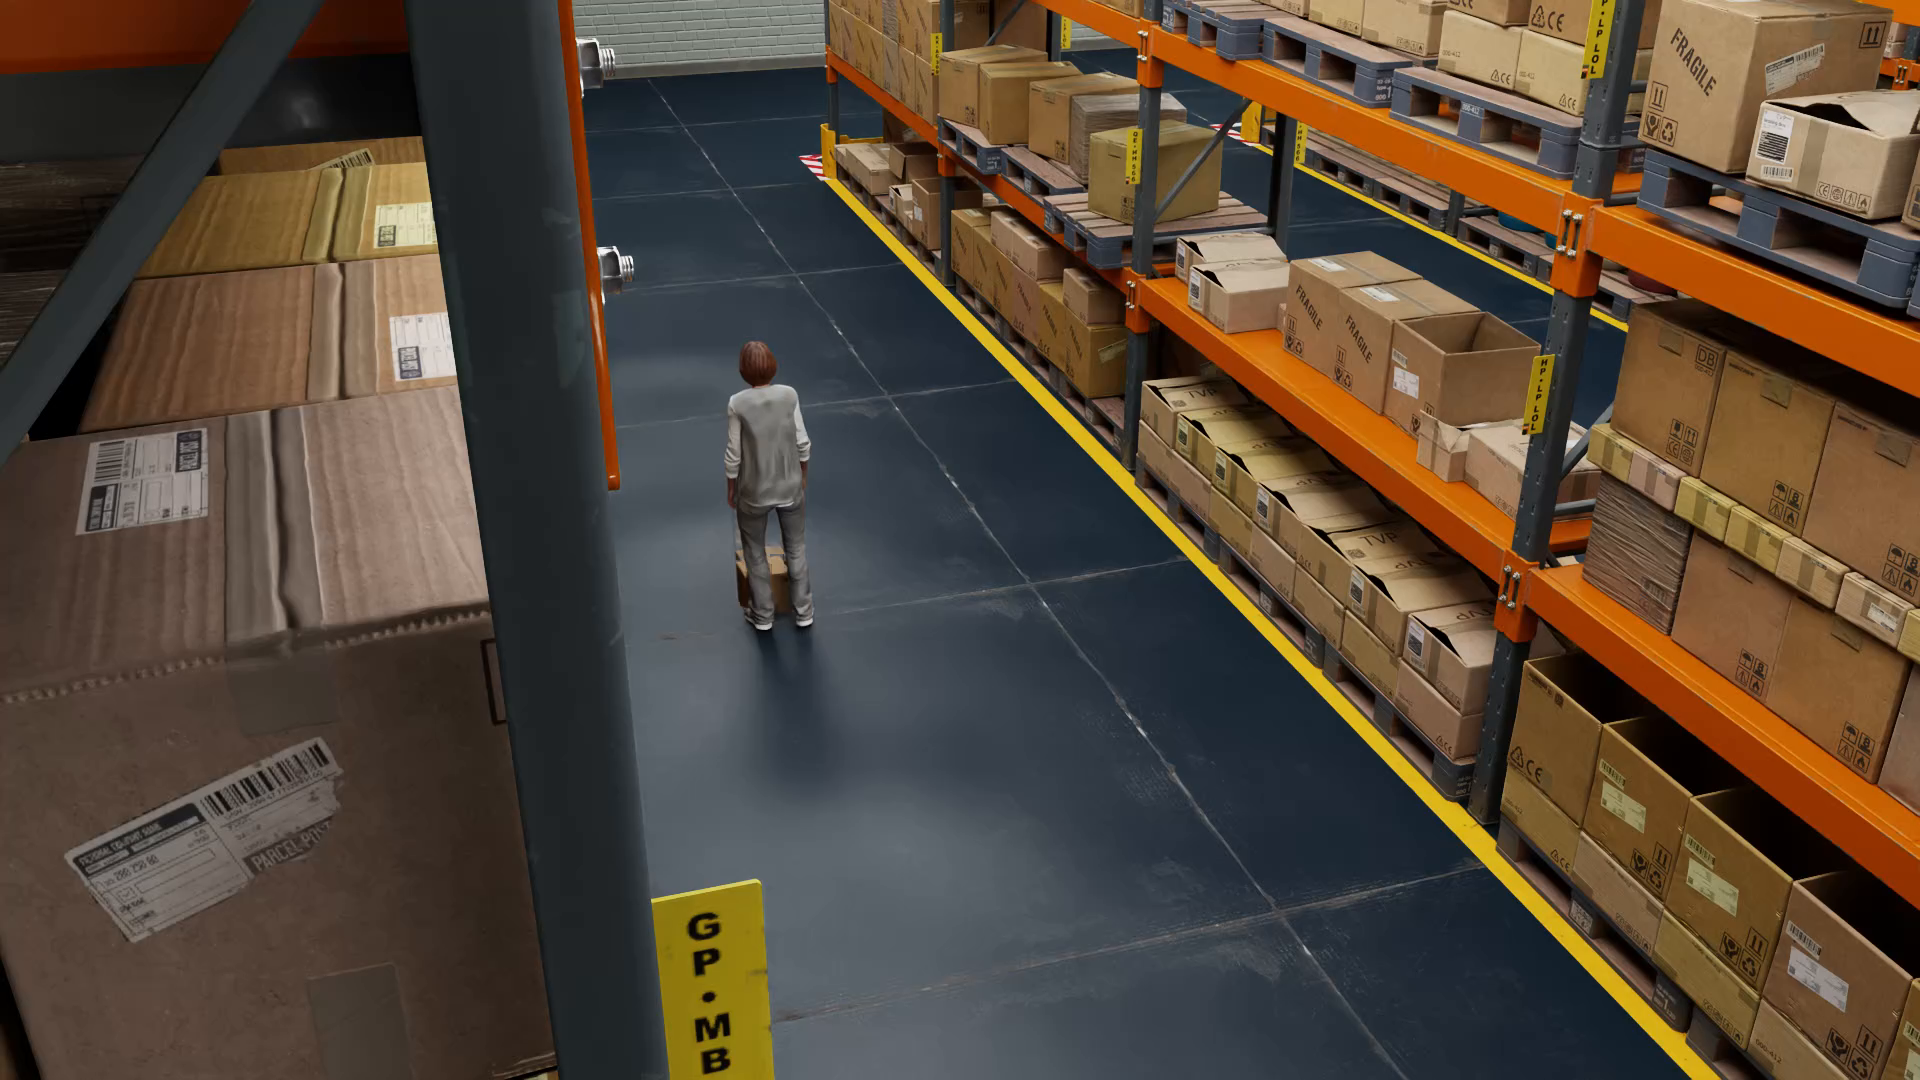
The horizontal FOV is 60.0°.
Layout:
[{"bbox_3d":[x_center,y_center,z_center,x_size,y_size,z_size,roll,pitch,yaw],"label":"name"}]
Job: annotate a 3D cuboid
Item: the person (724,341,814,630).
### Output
[{"bbox_3d":[-0.995,-0.261,8.646,0.460,1.594,0.374,-9,28,-18],"label":"person"}]
